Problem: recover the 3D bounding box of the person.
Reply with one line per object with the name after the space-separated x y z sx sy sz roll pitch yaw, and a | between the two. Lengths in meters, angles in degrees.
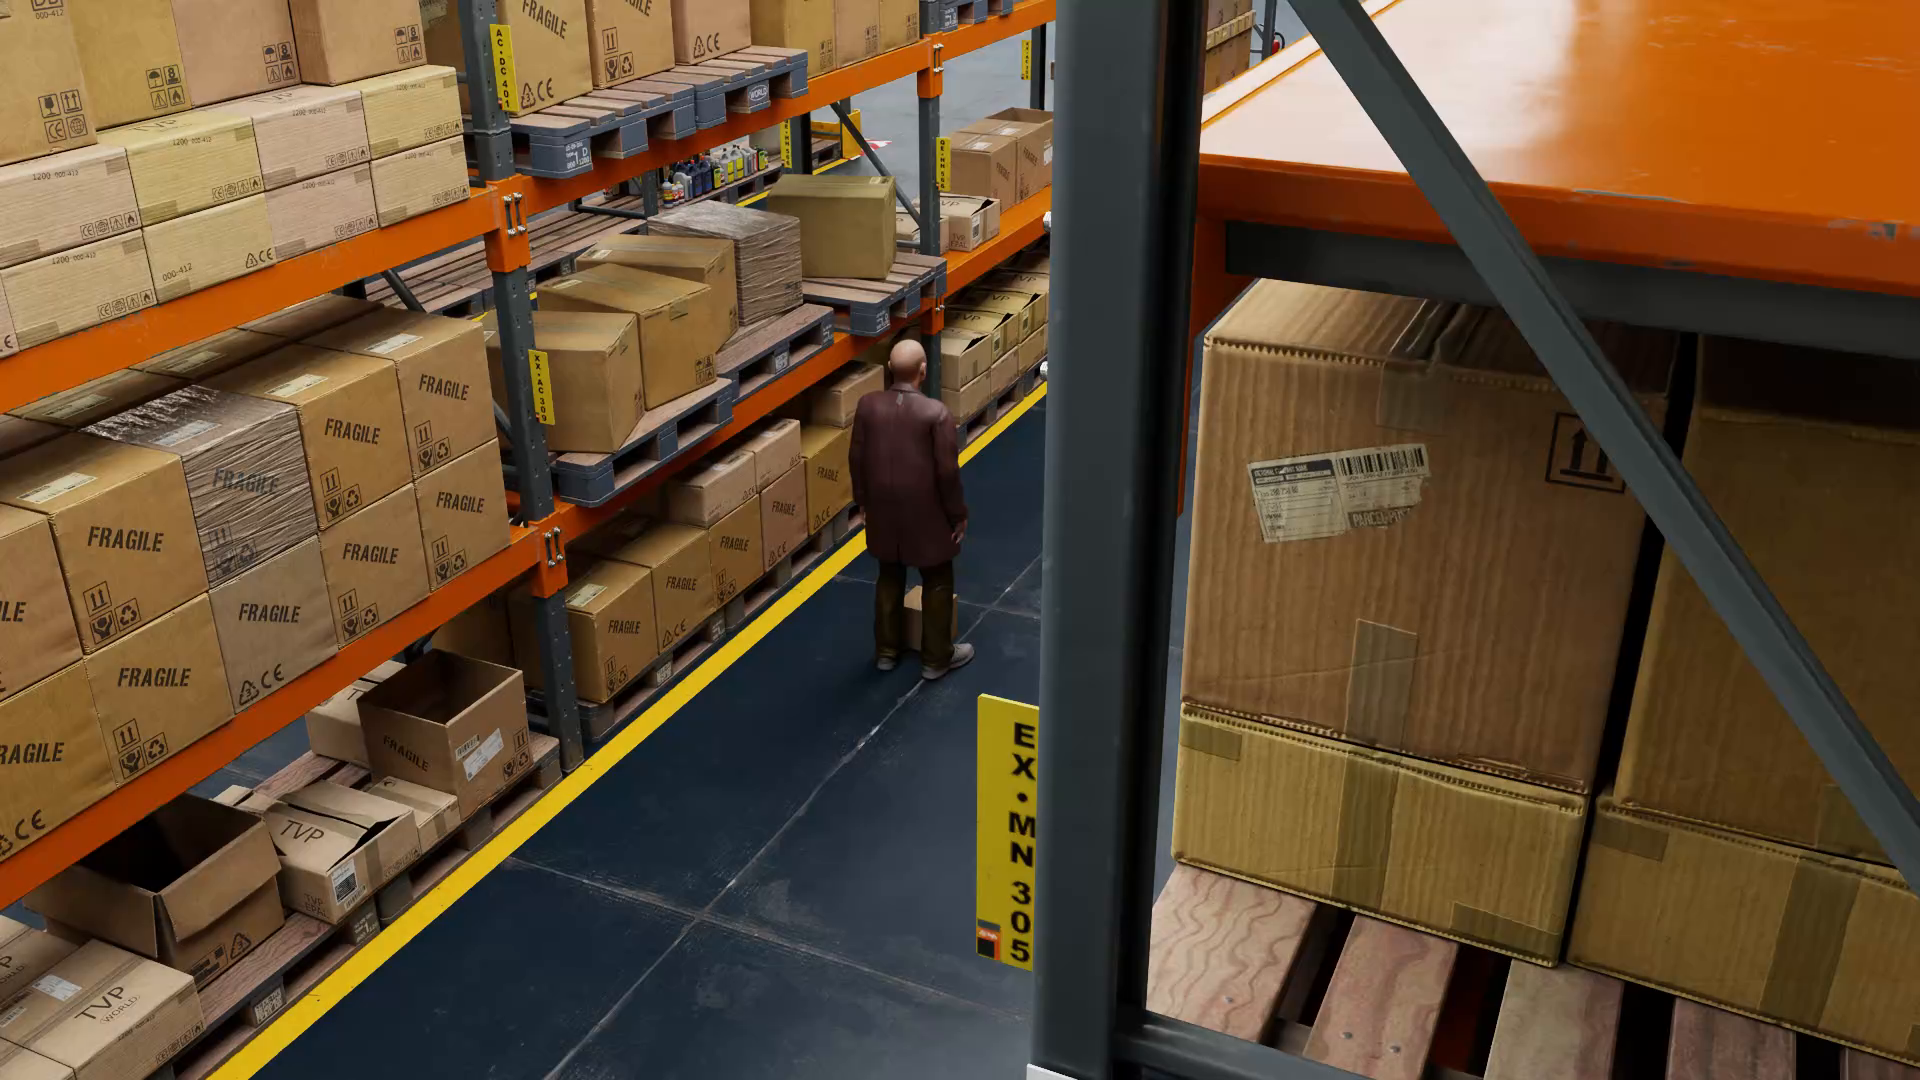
-0.251 -0.150 8.440 0.640 1.773 0.430 11 28 21 | person
